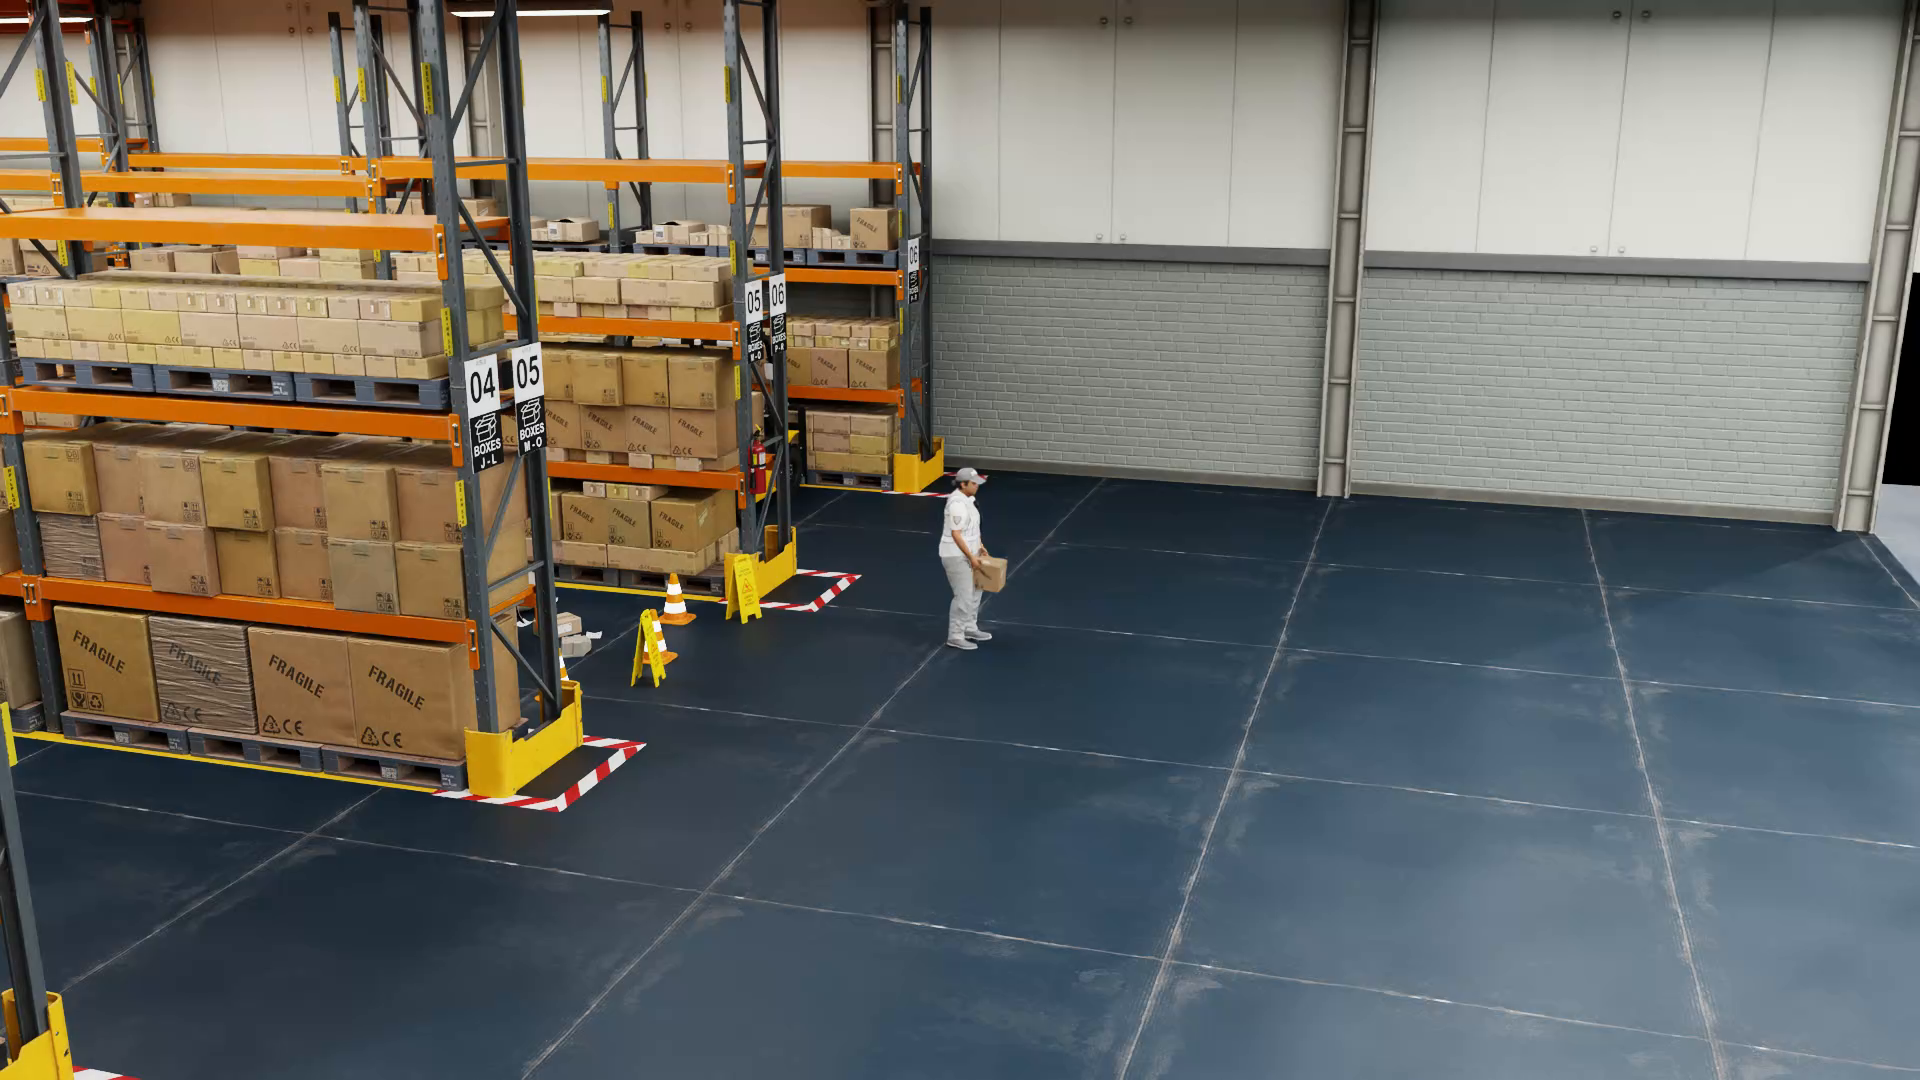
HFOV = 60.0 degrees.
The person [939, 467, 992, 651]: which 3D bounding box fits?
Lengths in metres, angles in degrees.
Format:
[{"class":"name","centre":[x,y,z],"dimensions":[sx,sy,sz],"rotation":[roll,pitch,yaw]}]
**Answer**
[{"class":"person","centre":[0.047,0.147,15.390],"dimensions":[0.451,1.672,0.516],"rotation":[4,16,15]}]
